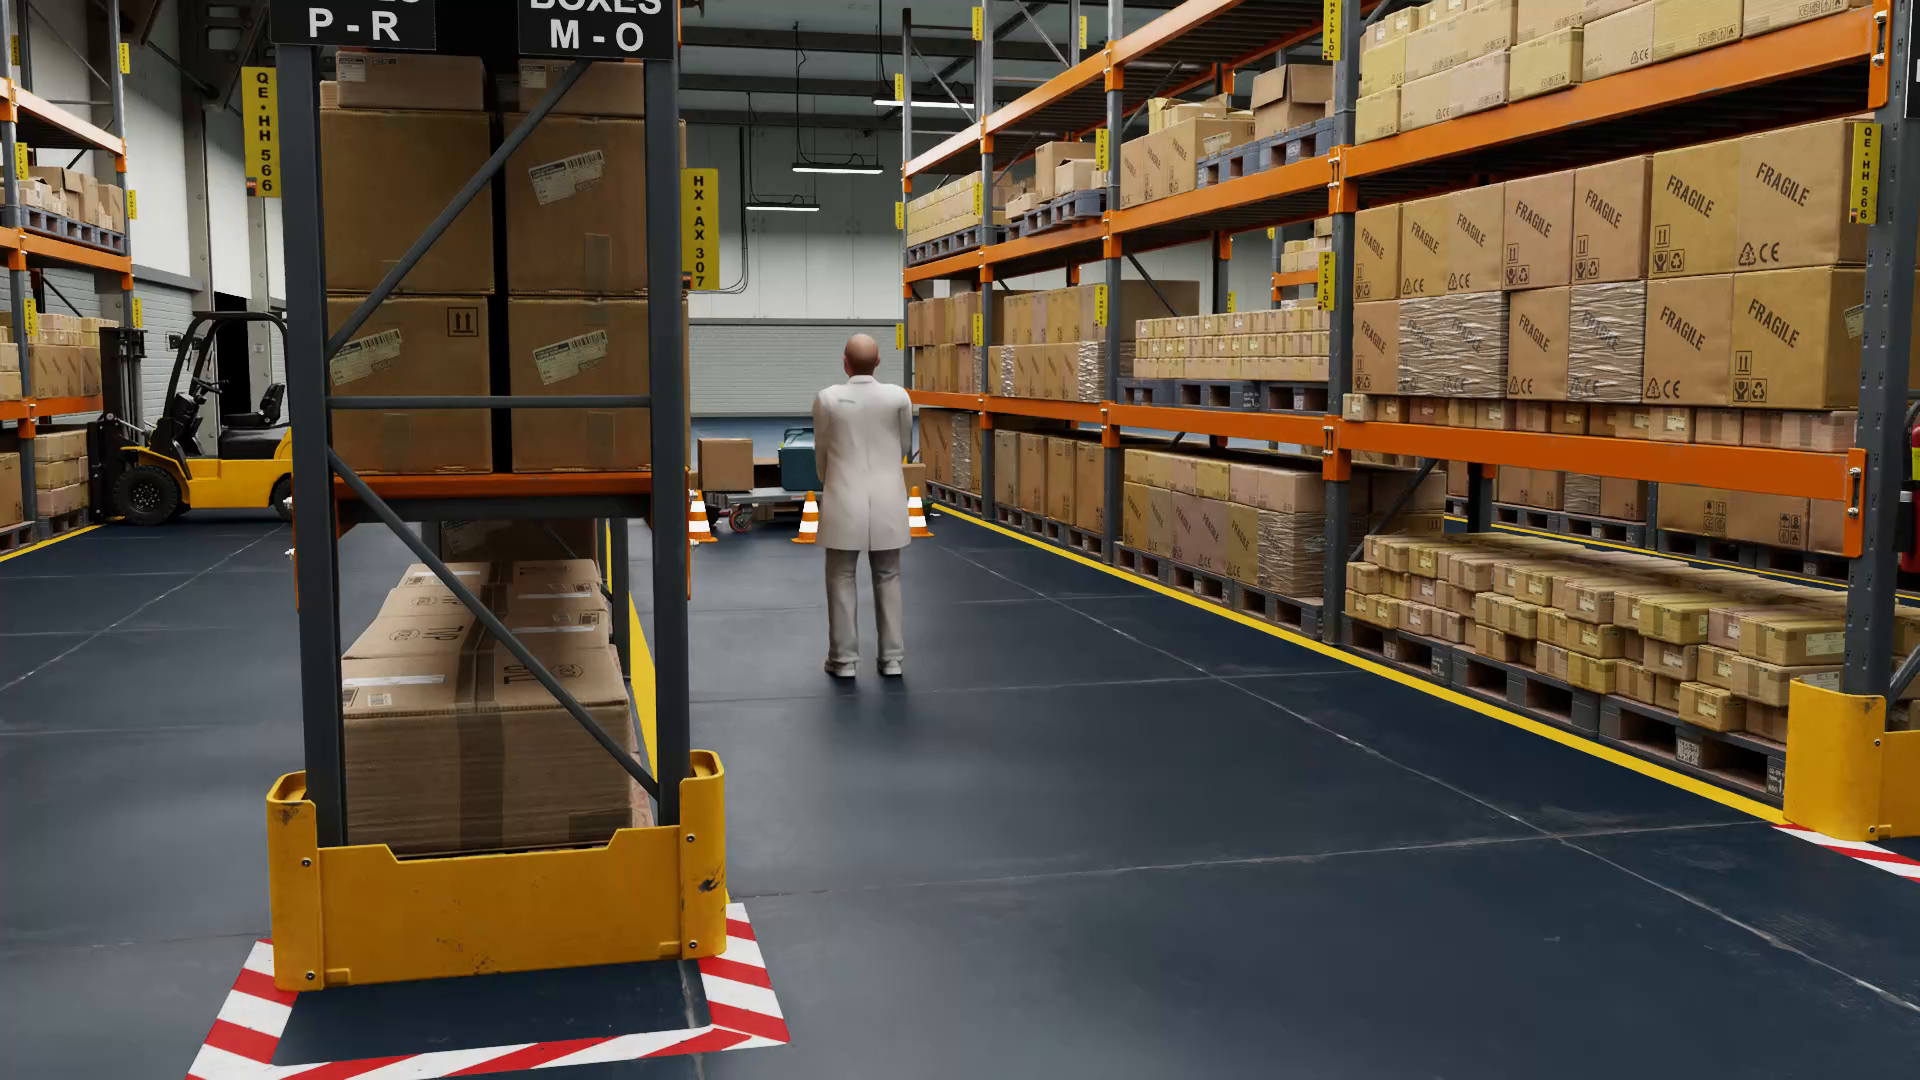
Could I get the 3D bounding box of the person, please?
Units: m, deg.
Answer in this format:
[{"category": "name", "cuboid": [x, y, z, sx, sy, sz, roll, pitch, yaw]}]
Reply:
[{"category": "person", "cuboid": [-0.529, -0.190, 8.725, 0.530, 1.769, 0.563, -1, 6, -14]}]
